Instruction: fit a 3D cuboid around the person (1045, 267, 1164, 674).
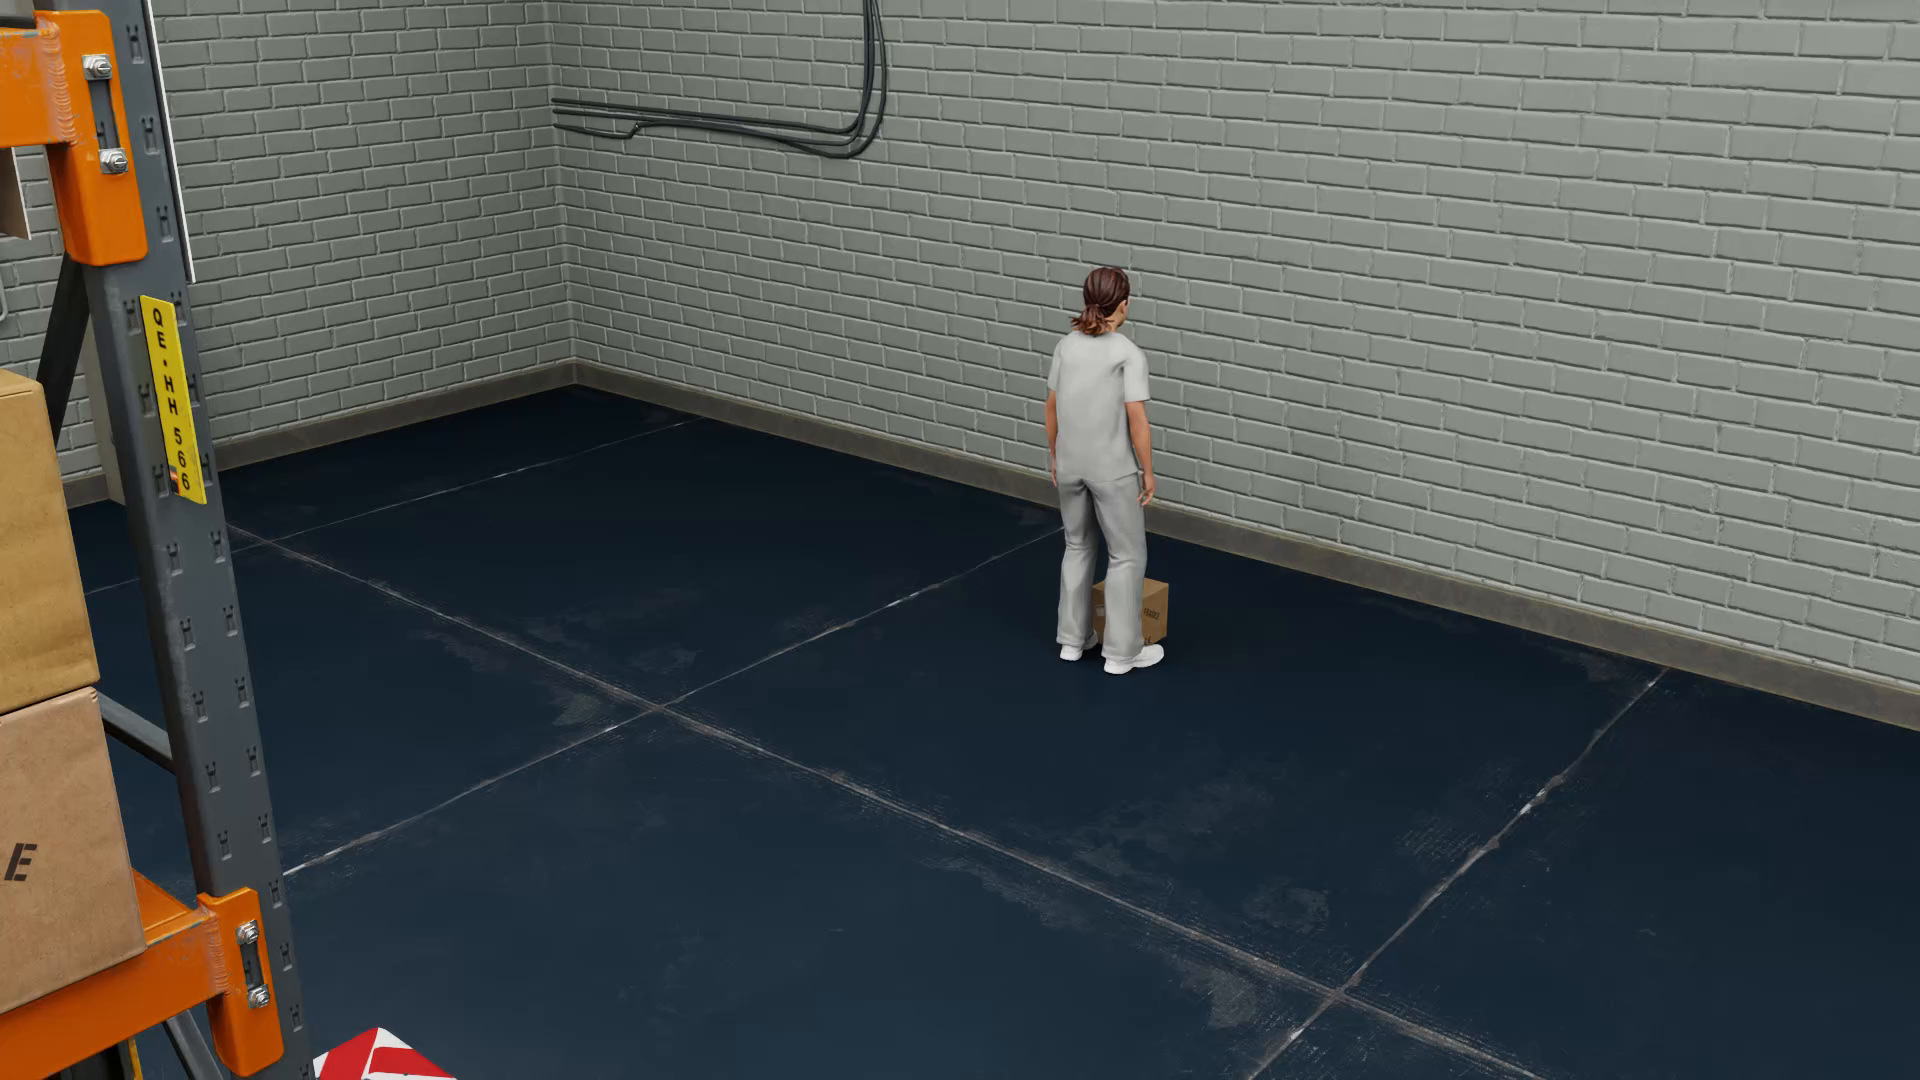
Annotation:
[{"bbox_3d":[0.585,-0.283,6.845,0.508,1.671,0.363,14,25,33],"label":"person"}]
